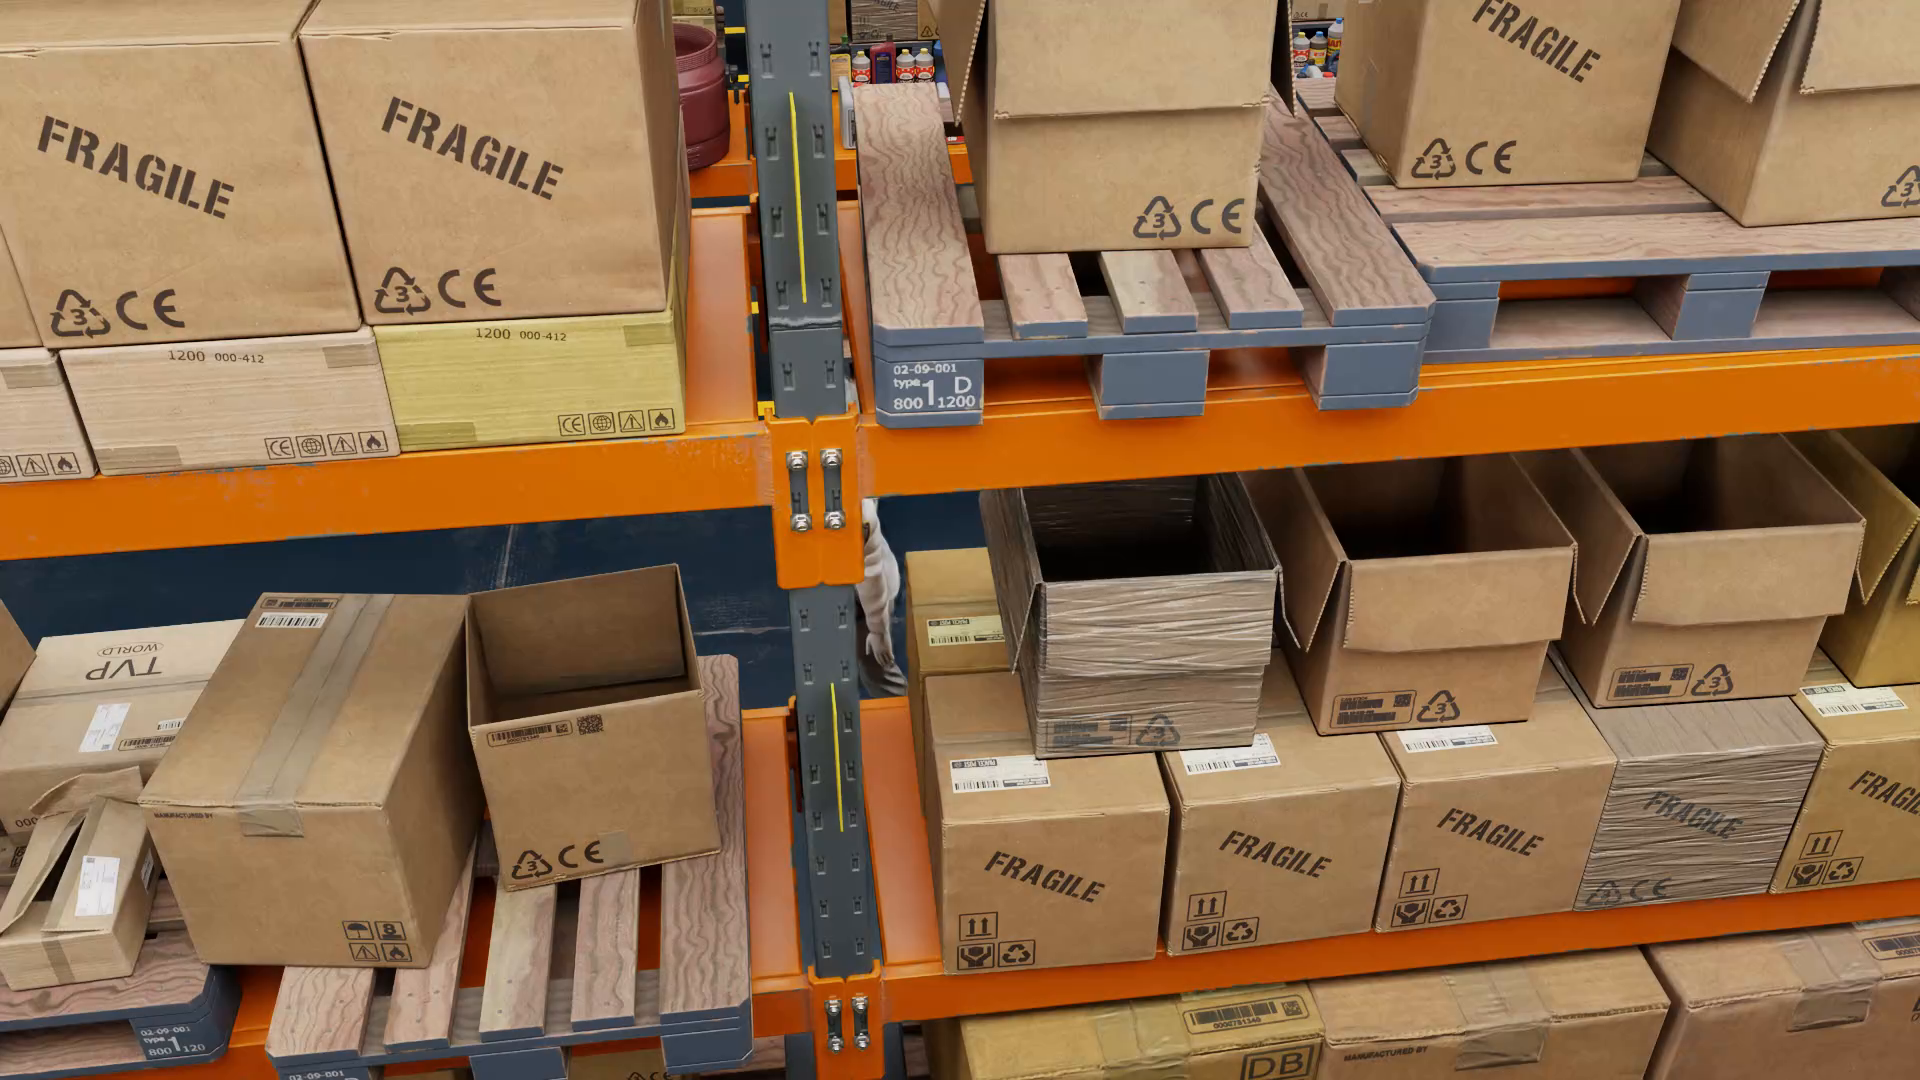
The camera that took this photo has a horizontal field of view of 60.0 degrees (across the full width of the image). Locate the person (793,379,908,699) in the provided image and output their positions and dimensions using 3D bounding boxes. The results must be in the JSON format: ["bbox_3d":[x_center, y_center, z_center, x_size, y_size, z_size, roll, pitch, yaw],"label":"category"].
[{"bbox_3d":[-0.360,0.212,5.825,0.475,1.716,0.529,-2,35,-3],"label":"person"}]
